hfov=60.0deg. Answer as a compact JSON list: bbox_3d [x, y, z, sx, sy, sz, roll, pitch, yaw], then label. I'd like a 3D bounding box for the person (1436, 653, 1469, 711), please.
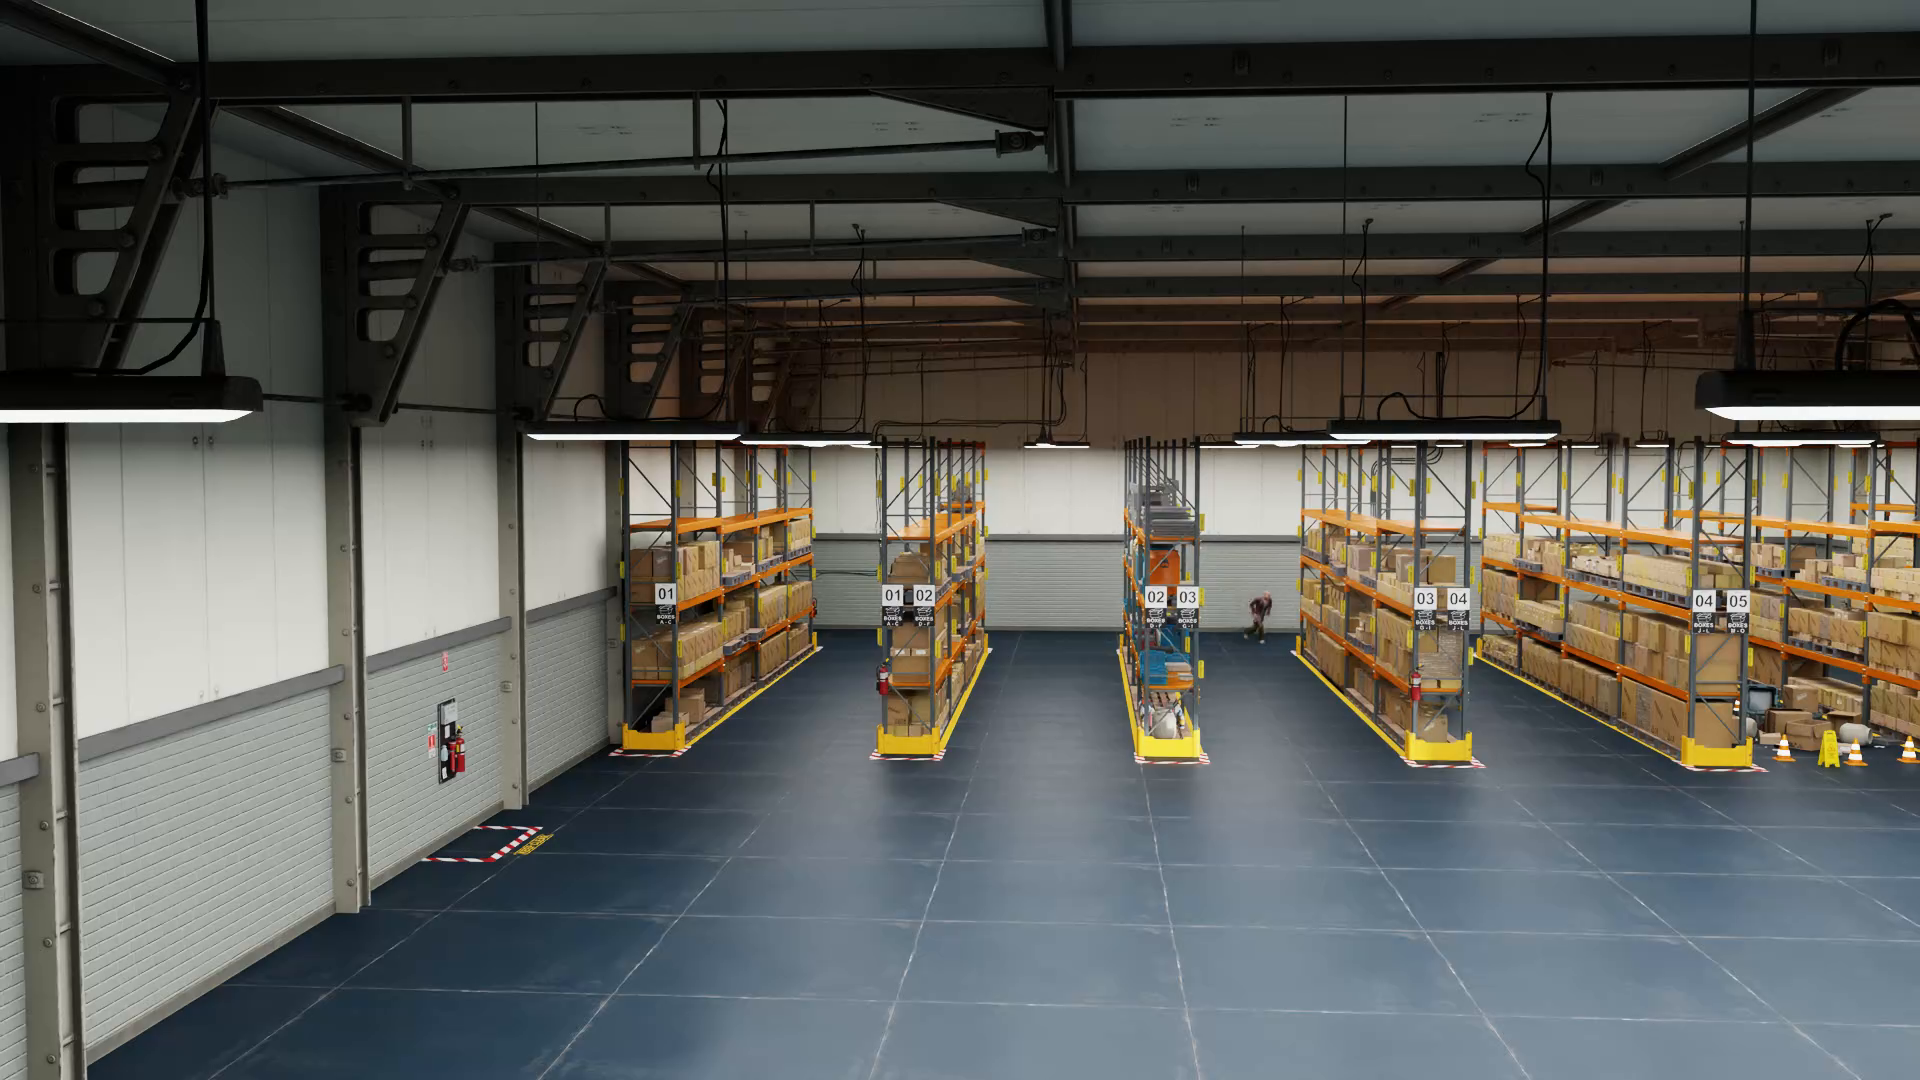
[{"bbox_3d":[10.980,2.925,36.922,0.737,1.691,0.846,1,3,11],"label":"person"}]

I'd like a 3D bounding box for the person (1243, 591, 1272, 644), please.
[{"bbox_3d":[8.866,2.279,49.651,0.702,1.604,1.103,-2,4,-31],"label":"person"}]
